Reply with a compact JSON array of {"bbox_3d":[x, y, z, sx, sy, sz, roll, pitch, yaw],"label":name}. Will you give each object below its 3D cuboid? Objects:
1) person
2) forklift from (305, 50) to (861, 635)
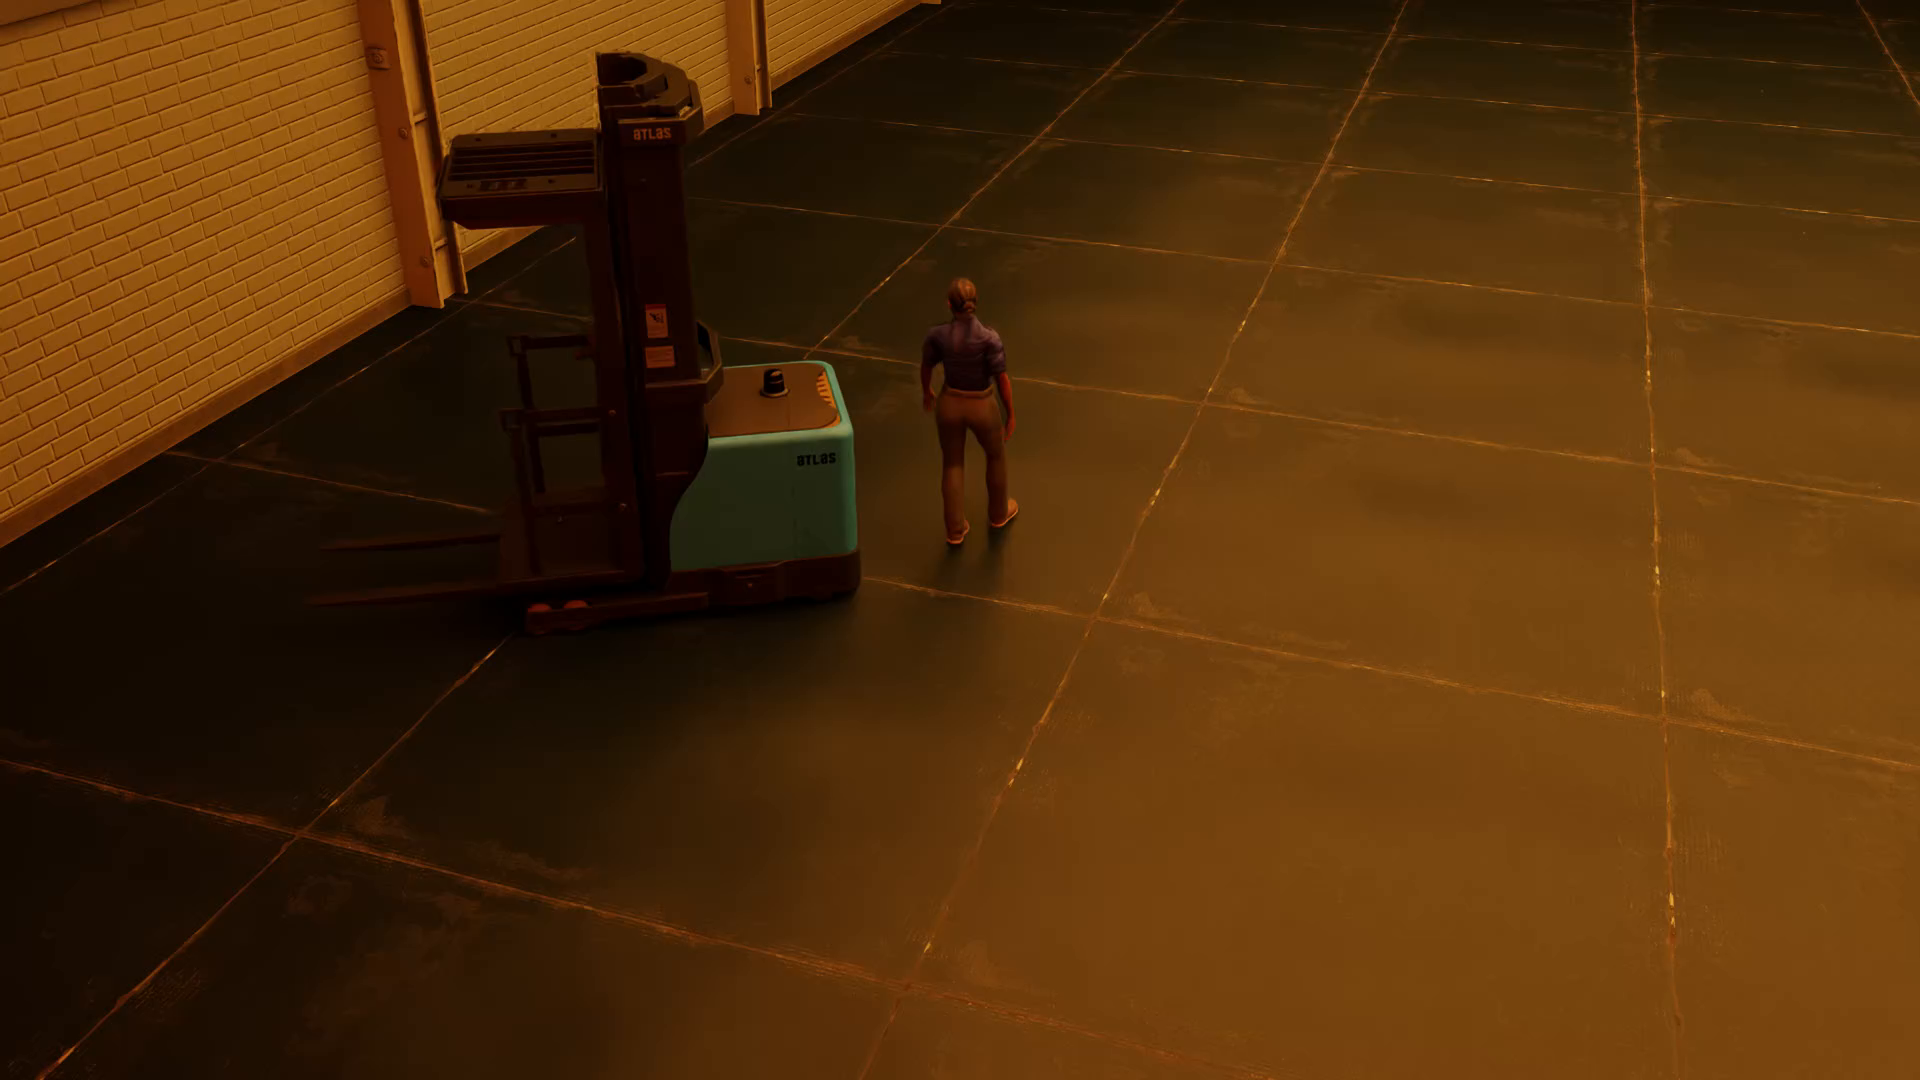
[{"bbox_3d":[0.054,-0.800,9.850,0.597,1.638,0.563,6,30,10],"label":"person"},{"bbox_3d":[-2.136,-1.037,8.955,3.031,2.935,1.130,-6,30,-10],"label":"forklift"}]
